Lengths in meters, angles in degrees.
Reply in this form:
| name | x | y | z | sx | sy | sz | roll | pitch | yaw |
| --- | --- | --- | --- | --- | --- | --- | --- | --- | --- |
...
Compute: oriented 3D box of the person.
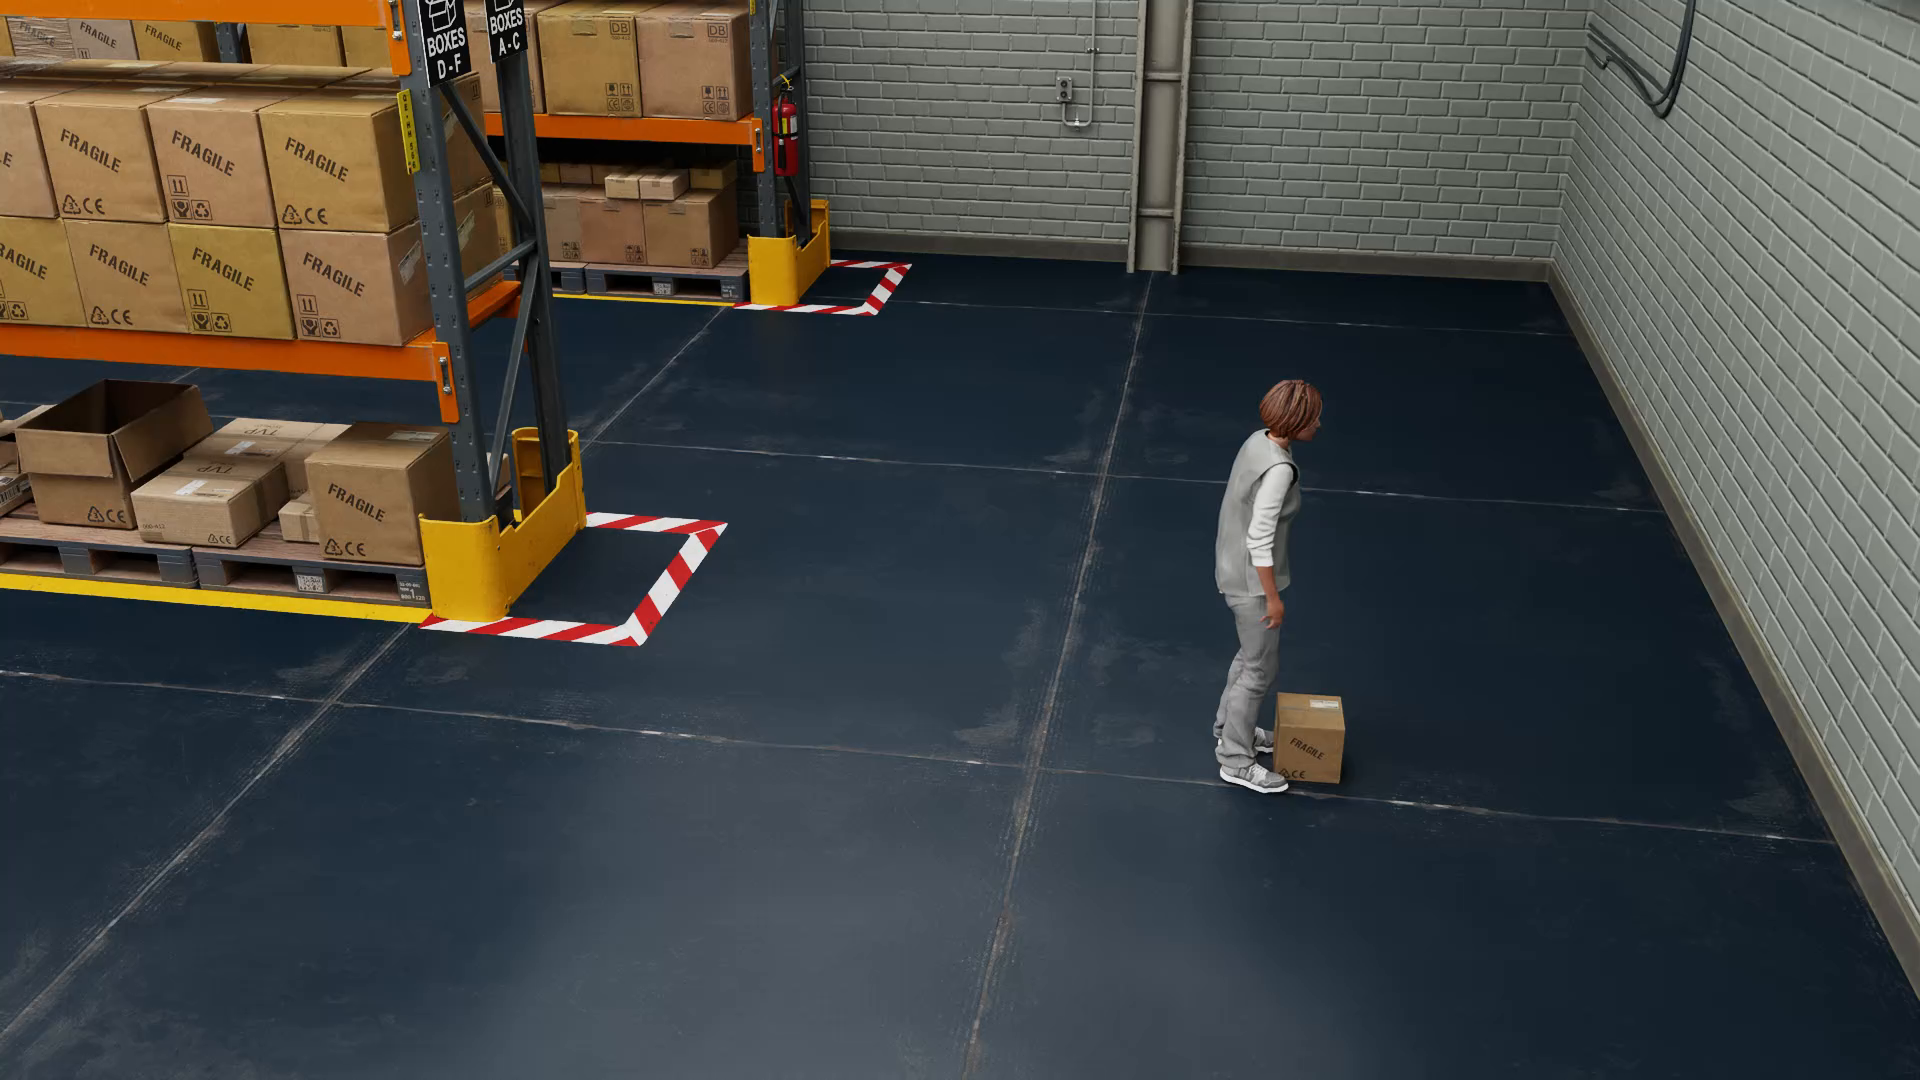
| name | x | y | z | sx | sy | sz | roll | pitch | yaw |
| --- | --- | --- | --- | --- | --- | --- | --- | --- | --- |
| person | 1.136 | 0.156 | 6.289 | 0.342 | 1.593 | 0.485 | 3 | 25 | 6 |
